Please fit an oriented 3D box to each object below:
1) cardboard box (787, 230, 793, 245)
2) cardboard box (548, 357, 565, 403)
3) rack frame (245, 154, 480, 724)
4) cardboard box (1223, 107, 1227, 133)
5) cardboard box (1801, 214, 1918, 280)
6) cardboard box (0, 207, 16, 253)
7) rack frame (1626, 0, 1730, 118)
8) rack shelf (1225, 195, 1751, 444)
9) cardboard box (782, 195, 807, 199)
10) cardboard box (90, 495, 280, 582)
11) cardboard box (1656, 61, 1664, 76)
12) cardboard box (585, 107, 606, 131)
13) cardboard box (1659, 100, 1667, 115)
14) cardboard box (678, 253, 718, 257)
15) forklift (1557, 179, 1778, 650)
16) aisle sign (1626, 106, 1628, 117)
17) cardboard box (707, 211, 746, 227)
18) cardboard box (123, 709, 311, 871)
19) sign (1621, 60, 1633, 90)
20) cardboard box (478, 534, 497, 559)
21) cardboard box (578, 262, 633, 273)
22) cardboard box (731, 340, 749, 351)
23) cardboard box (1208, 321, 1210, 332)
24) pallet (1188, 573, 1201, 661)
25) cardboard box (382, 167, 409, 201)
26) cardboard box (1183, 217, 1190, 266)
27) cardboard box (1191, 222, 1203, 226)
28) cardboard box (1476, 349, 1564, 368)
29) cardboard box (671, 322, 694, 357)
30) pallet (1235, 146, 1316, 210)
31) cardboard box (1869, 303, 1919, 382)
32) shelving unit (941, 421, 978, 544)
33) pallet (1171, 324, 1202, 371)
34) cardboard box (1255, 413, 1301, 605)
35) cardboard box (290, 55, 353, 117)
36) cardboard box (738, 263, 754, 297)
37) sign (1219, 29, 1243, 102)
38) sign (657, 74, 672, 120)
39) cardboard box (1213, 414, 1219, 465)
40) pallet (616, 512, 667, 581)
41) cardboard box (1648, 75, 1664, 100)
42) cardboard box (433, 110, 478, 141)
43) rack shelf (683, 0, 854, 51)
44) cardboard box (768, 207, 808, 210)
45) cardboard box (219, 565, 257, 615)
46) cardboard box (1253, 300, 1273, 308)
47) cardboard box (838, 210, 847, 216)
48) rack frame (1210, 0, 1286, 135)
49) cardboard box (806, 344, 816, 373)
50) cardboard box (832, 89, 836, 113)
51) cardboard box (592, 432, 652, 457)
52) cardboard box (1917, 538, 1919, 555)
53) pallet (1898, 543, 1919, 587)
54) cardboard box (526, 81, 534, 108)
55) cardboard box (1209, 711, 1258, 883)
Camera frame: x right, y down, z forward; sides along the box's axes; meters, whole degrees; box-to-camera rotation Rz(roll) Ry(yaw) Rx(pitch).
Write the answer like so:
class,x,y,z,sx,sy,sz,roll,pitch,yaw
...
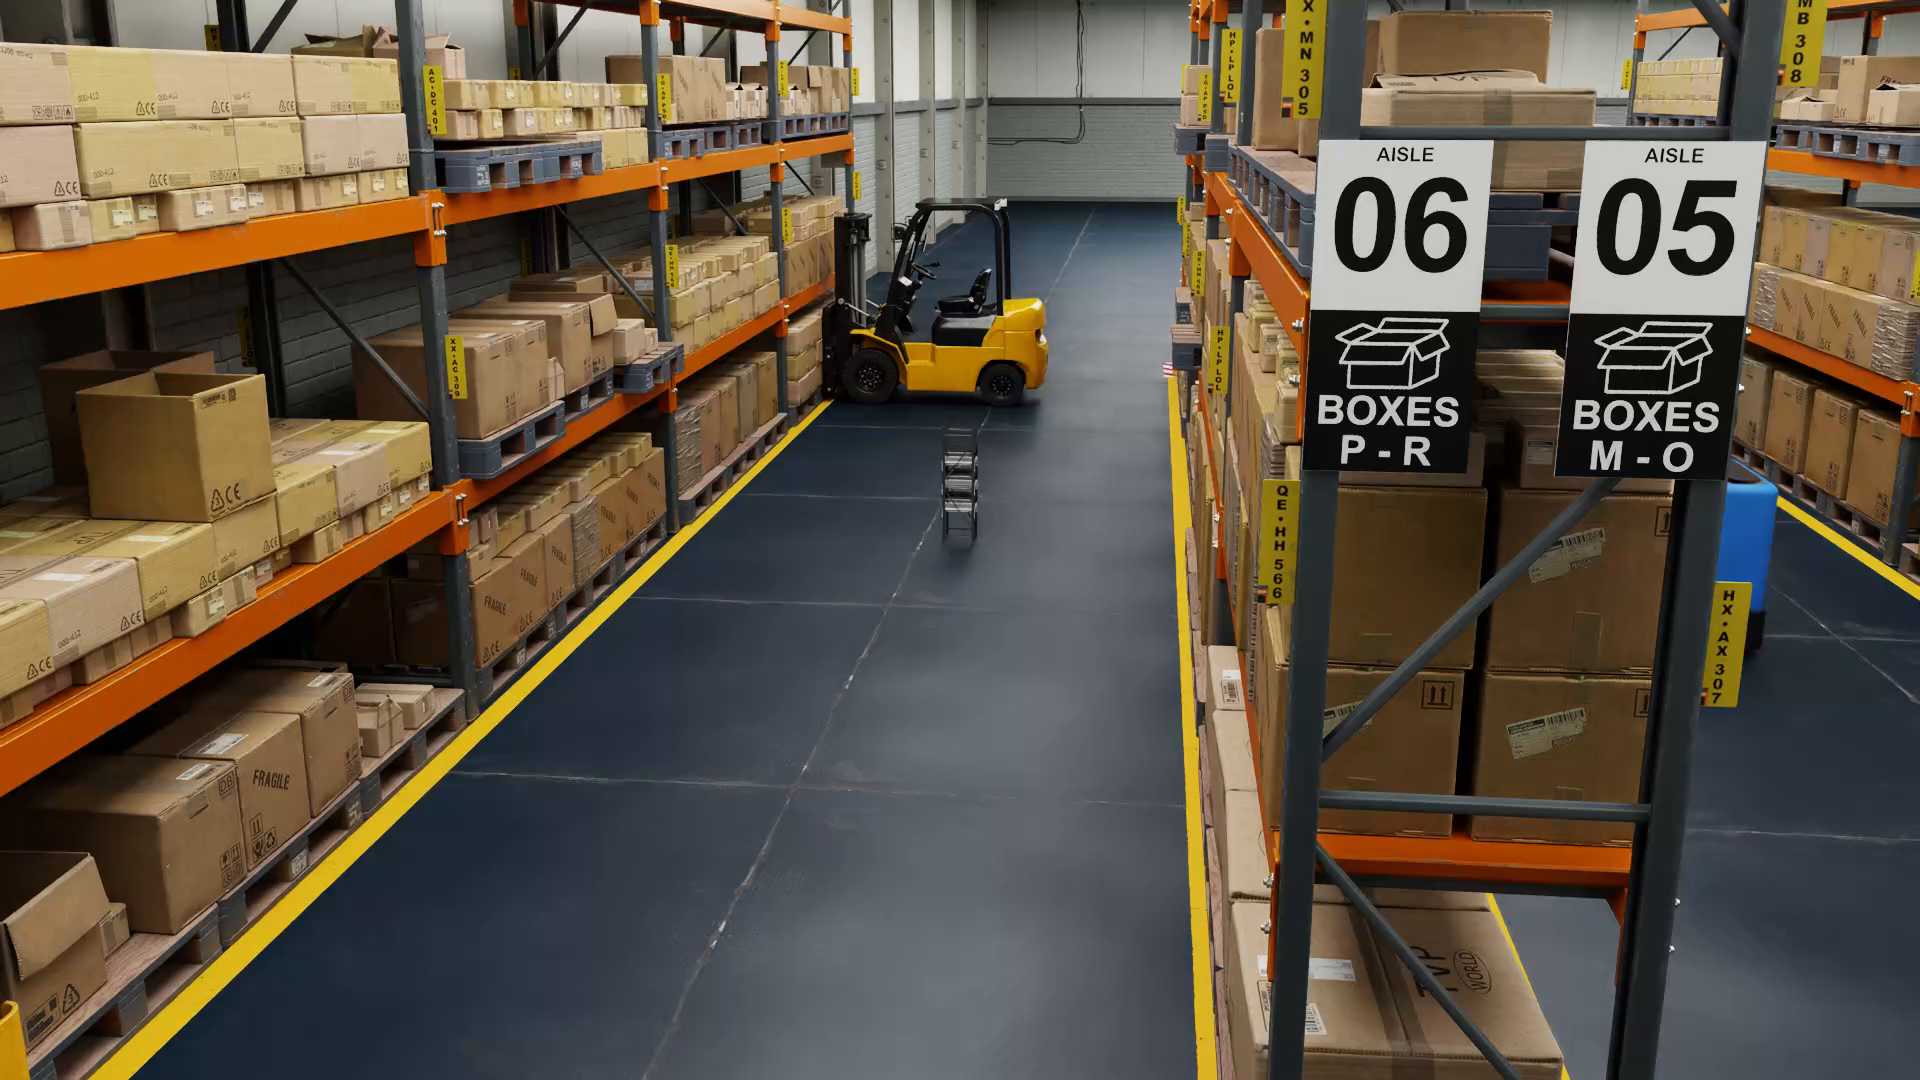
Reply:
class,x,y,z,sx,sy,sz,roll,pitch,yaw
cardboard box,-1.904,-3.062,16.804,0.380,0.149,0.250,2,15,8
cardboard box,-2.593,-0.970,9.956,0.396,0.266,0.258,2,15,9
rack frame,-3.131,-0.483,8.703,1.000,3.000,0.127,2,15,6
cardboard box,2.396,-3.270,13.063,0.797,0.503,0.637,2,15,6
cardboard box,7.470,-2.431,13.798,0.700,0.500,0.500,2,15,7
cardboard box,-3.266,-0.983,5.286,0.380,0.149,0.250,2,15,7
rack frame,8.085,-6.227,18.450,1.000,3.000,0.127,2,15,6
rack shelf,1.575,-0.920,5.950,1.077,0.370,4.000,2,15,6
cardboard box,-2.028,-4.020,19.777,0.380,0.149,0.250,1,15,5
cardboard box,-3.117,-0.022,6.716,0.500,0.250,0.500,1,15,5
cardboard box,7.644,-5.019,17.689,0.380,0.149,0.250,2,15,7
cardboard box,-2.569,-2.790,11.010,0.380,0.149,0.250,2,15,6
cardboard box,7.614,-4.567,17.544,0.380,0.149,0.250,2,15,6
cardboard box,-2.283,-2.361,14.214,0.380,0.149,0.250,2,15,6
forklift,4.474,-1.090,11.079,1.130,2.935,3.031,2,15,7
aisle sign,7.795,-4.613,18.995,0.394,0.787,0.004,2,15,6
cardboard box,-2.407,-3.288,17.070,0.380,0.149,0.250,2,15,6
cardboard box,-3.125,1.048,7.026,0.500,0.500,0.500,2,15,7
sign,7.534,-5.257,18.784,0.100,0.325,0.005,2,15,6
cardboard box,-2.872,0.048,9.479,0.380,0.149,0.250,1,15,5
cardboard box,-2.878,-2.175,13.524,0.380,0.149,0.250,1,15,5
cardboard box,-2.365,-2.050,17.043,0.500,0.250,0.500,2,15,7
cardboard box,1.890,-1.286,11.002,0.500,0.250,0.500,2,15,8
pallet,1.948,0.488,10.451,1.003,0.211,1.213,2,15,6
cardboard box,-2.878,-1.708,7.967,0.380,0.149,0.250,2,15,6
cardboard box,2.715,-3.261,18.214,0.500,0.500,0.500,1,15,5
cardboard box,2.310,-2.564,14.833,0.500,0.500,0.500,2,15,6
cardboard box,1.826,-0.565,5.654,0.380,0.149,0.250,2,15,7
cardboard box,-2.387,-1.556,12.958,0.500,0.250,0.500,2,15,6
pallet,1.698,-1.531,7.002,1.003,0.211,1.213,2,15,6
cardboard box,6.966,-1.429,12.008,0.500,0.500,0.500,2,15,6
shelving unit,-0.001,-0.432,12.537,0.258,0.900,0.210,2,15,6
pallet,2.227,-1.471,12.723,1.213,0.211,1.003,2,15,6
cardboard box,1.197,-0.100,5.178,0.500,0.500,0.500,2,15,6
cardboard box,-2.998,-1.974,7.229,0.500,0.250,0.500,1,15,5
cardboard box,-2.144,-2.326,14.848,0.500,0.250,0.500,2,15,7
sign,1.261,-2.201,7.715,0.100,0.325,0.005,2,15,6
sign,-2.141,-3.202,12.019,0.100,0.325,0.005,2,15,6
cardboard box,1.660,-0.521,9.131,0.500,0.250,0.500,1,15,5
pallet,-2.802,0.018,12.191,1.003,0.211,1.213,2,15,6
cardboard box,7.719,-4.852,17.833,0.500,0.250,0.500,2,15,6
cardboard box,-2.703,-2.127,8.519,0.380,0.149,0.250,2,15,7
rack shelf,-2.003,-5.433,17.657,1.077,0.370,4.000,2,15,6
cardboard box,-1.831,-3.474,17.757,0.380,0.149,0.250,2,15,6
cardboard box,-3.069,0.197,6.669,0.380,0.149,0.250,2,15,8
cardboard box,1.419,-0.911,6.934,0.380,0.149,0.250,2,15,6
cardboard box,-1.537,-3.792,19.504,0.380,0.149,0.250,2,15,7
rack frame,2.252,-4.271,11.219,1.000,3.000,0.127,2,15,6
cardboard box,-1.813,-1.922,17.529,0.500,0.250,0.500,2,15,6
cardboard box,-1.598,-4.940,18.700,0.396,0.266,0.258,2,15,6
cardboard box,-2.484,-0.694,12.225,0.380,0.149,0.250,1,15,4
cardboard box,6.849,-0.076,11.181,0.500,0.500,0.500,1,15,4
pallet,7.093,0.293,11.175,1.003,0.211,1.213,2,15,6
cardboard box,-2.658,-2.541,9.480,0.380,0.149,0.250,2,15,7
cardboard box,1.523,1.088,6.996,0.875,0.438,0.875,1,15,5
